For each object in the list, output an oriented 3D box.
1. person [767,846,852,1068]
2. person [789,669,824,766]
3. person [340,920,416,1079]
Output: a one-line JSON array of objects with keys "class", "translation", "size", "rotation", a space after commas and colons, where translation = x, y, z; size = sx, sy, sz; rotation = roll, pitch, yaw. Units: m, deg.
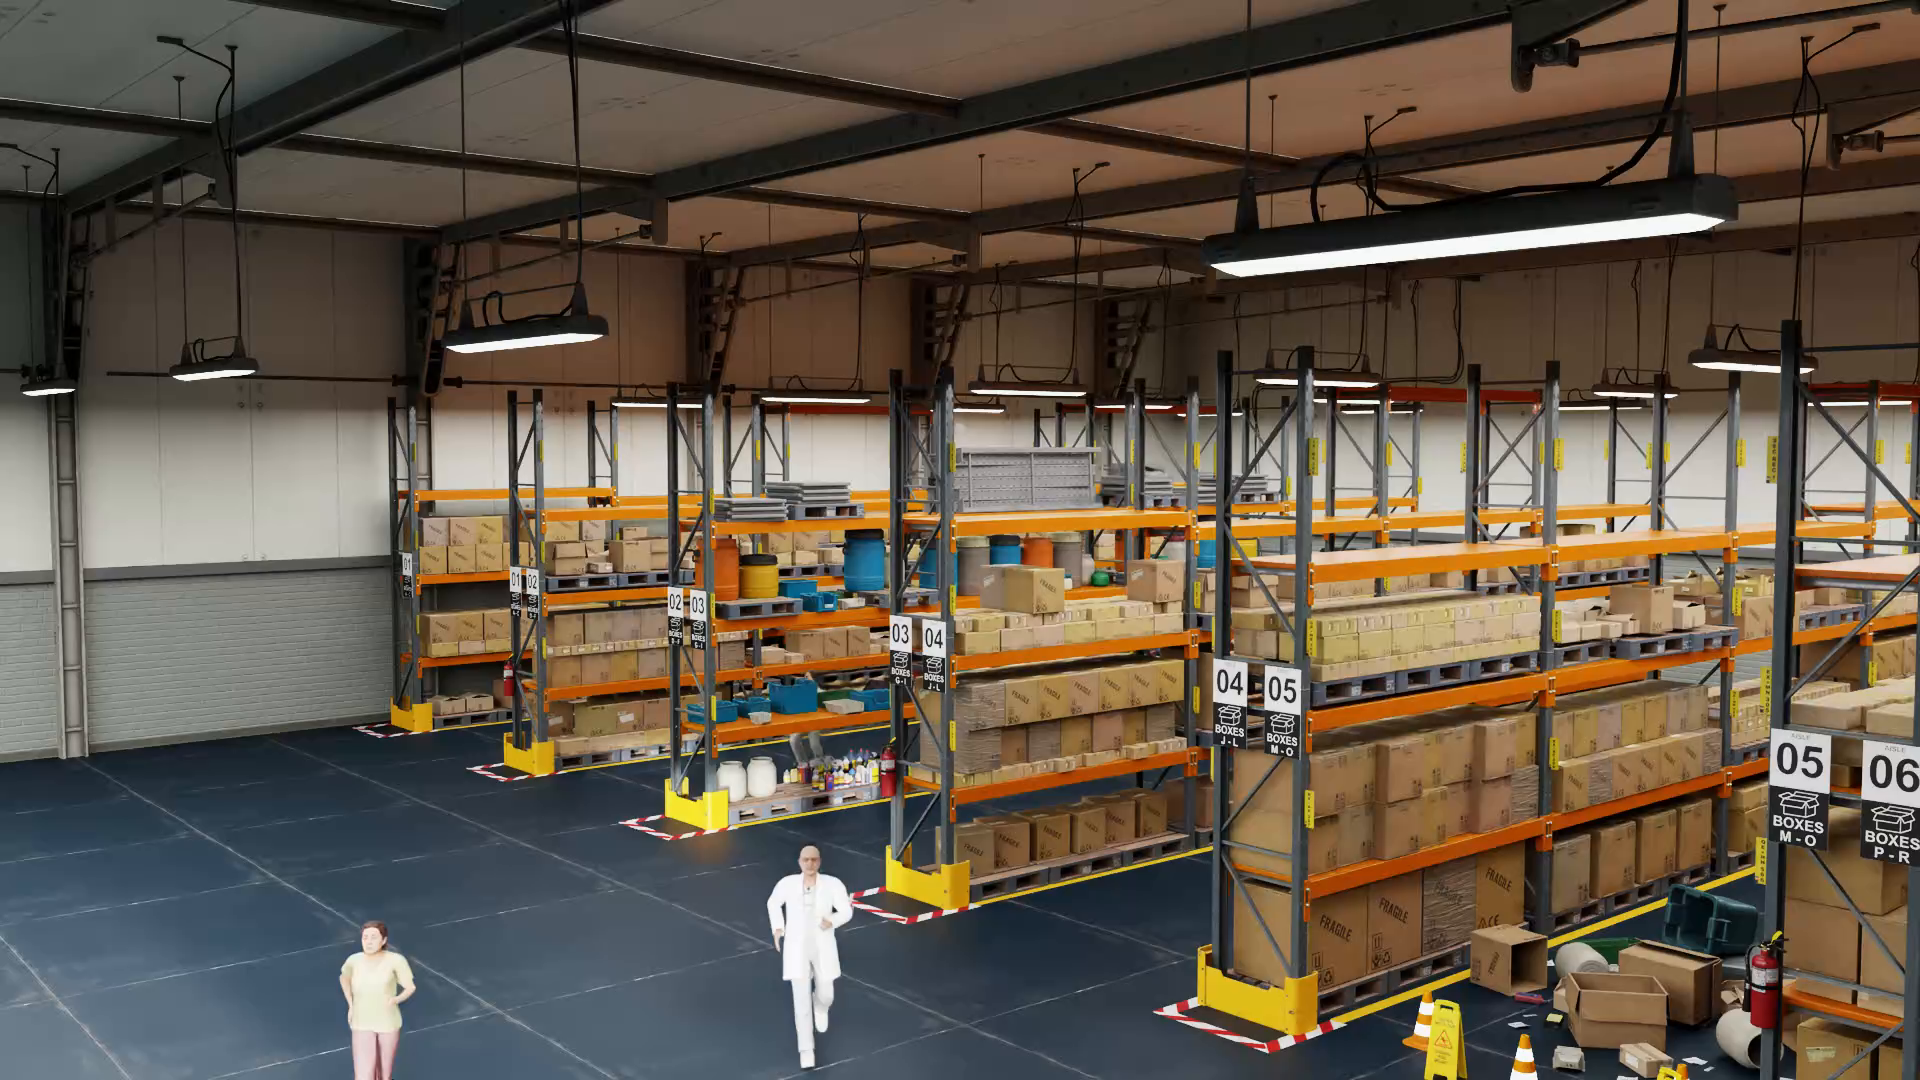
[{"class": "person", "translation": [-1.271, 3.459, 14.057], "size": [0.719, 1.752, 0.976], "rotation": [0, 3, -6]}, {"class": "person", "translation": [-2.331, 2.831, 25.702], "size": [0.546, 1.671, 0.661], "rotation": [3, 4, 41]}, {"class": "person", "translation": [-4.291, 3.624, 12.251], "size": [0.552, 1.673, 0.650], "rotation": [-1, 3, -15]}]
